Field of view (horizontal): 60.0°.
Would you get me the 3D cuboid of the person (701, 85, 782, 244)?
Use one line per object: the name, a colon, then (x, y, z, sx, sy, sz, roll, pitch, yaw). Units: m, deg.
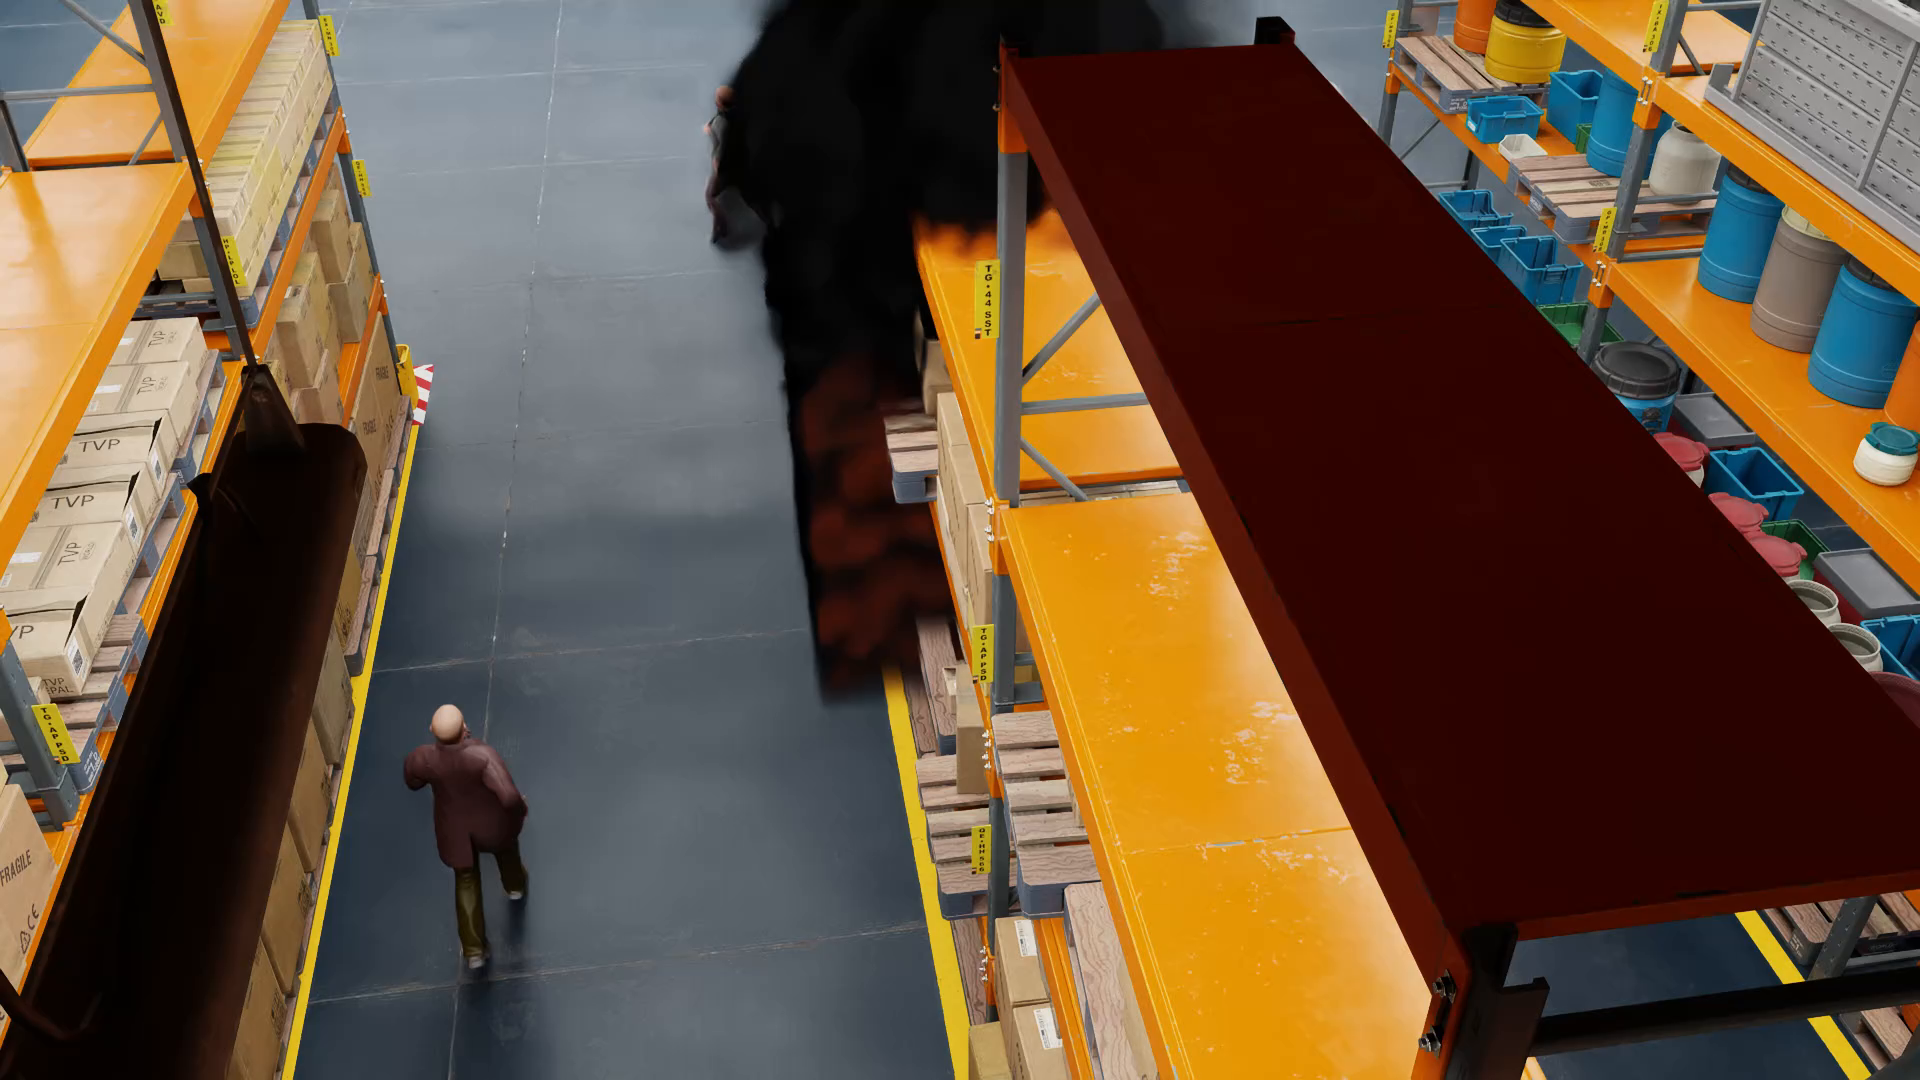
person: (-2.336, -3.822, 17.214, 0.900, 1.770, 0.664, 22, 42, 27)

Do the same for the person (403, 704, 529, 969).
person: (-2.820, 1.644, 9.665, 0.694, 1.792, 0.992, -4, 36, -6)
